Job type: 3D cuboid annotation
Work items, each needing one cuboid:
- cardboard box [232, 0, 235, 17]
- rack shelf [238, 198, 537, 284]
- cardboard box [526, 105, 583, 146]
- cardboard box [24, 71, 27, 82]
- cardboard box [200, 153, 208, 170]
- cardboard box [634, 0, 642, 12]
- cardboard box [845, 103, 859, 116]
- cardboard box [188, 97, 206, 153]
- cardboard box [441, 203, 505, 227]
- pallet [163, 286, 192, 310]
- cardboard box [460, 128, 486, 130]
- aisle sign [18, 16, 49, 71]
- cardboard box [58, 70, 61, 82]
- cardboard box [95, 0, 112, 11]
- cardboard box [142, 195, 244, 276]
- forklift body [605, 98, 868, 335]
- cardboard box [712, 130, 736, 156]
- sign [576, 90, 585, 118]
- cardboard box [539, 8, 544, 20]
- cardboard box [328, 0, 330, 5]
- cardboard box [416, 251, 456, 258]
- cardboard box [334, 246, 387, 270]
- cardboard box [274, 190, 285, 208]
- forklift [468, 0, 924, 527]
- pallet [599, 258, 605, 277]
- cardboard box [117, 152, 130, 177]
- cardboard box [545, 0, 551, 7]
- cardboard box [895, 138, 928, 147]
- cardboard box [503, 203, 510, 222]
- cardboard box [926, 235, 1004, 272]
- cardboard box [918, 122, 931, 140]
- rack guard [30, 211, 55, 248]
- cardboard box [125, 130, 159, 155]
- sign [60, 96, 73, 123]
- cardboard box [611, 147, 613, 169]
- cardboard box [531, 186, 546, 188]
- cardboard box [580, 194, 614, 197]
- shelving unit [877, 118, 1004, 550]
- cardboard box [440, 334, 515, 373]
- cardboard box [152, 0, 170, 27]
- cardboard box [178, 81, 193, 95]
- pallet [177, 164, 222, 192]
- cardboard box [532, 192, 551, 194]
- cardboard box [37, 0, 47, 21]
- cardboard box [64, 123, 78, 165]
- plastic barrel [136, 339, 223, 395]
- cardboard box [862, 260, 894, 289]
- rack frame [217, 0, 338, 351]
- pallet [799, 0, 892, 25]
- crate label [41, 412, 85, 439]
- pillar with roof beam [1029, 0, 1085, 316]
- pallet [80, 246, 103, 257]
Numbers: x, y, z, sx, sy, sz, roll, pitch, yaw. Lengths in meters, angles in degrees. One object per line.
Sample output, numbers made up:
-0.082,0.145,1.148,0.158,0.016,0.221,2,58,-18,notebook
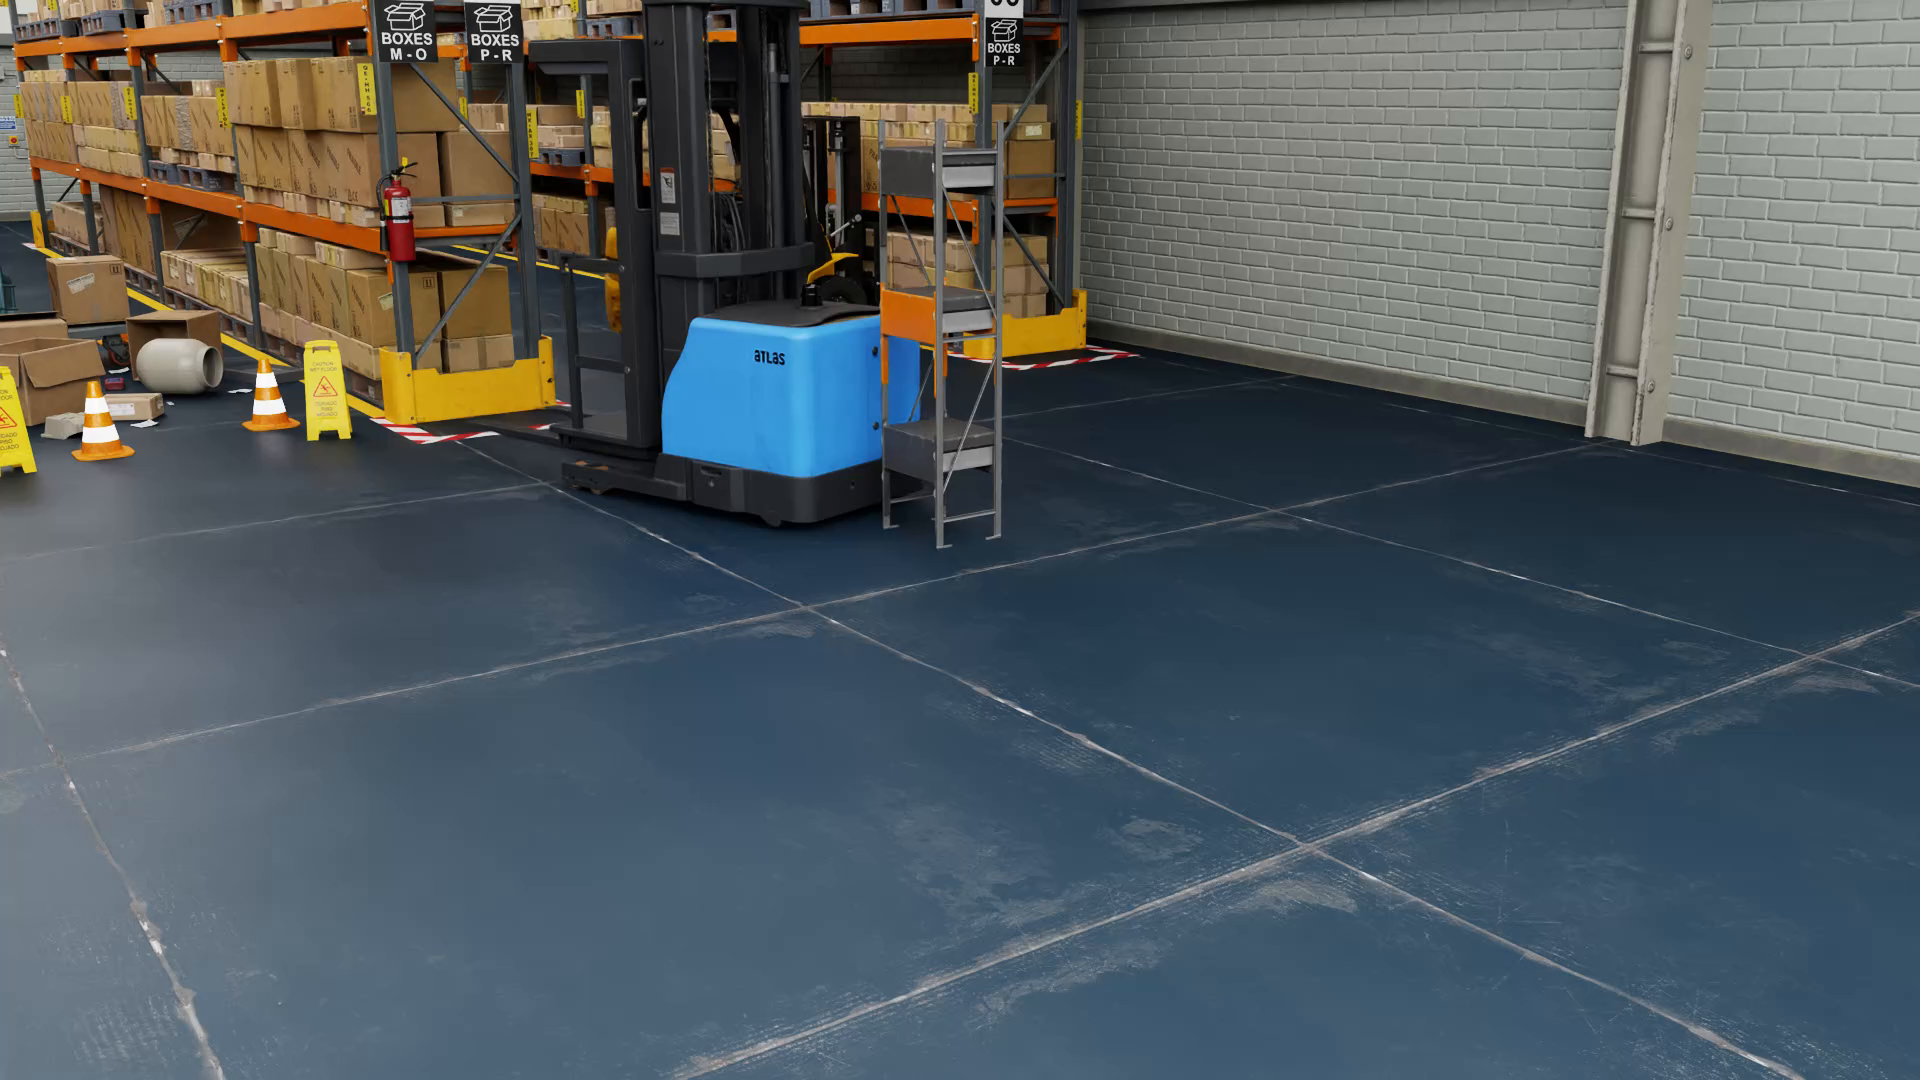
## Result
-5.817,-4.419,13.834,0.380,0.149,0.250,-11,19,-35,cardboard box
-4.626,-2.425,13.118,1.077,0.370,4.000,-11,19,-35,rack shelf
-5.250,-5.397,21.622,0.797,0.503,0.637,-11,19,-36,cardboard box
-12.872,-6.486,23.281,0.380,0.149,0.250,-10,18,-33,cardboard box
-6.801,-3.510,15.399,0.380,0.149,0.250,-11,19,-34,cardboard box
-3.313,-6.161,18.547,0.500,0.500,0.500,-10,18,-33,cardboard box
-0.859,-4.048,15.702,0.380,0.149,0.250,-11,19,-34,cardboard box
-6.850,-3.873,15.498,0.500,0.500,0.500,-10,18,-33,cardboard box
-3.482,-2.329,11.878,0.380,0.149,0.250,-11,19,-34,cardboard box
-7.695,-2.541,17.462,1.003,0.211,1.213,-11,19,-35,pallet
-3.811,-2.791,12.339,0.500,0.500,0.500,-10,18,-33,cardboard box
-13.134,-6.986,23.494,0.394,0.787,0.004,-11,19,-35,aisle sign
-11.313,-5.947,21.309,0.380,0.149,0.250,-11,19,-35,cardboard box
-8.889,-5.933,17.904,0.700,0.500,0.500,-12,19,-37,cardboard box
-8.492,-3.392,18.515,0.875,0.875,0.875,-11,19,-35,cardboard box
-2.027,-2.829,14.838,2.313,2.155,1.214,-11,19,-35,forklift body
-2.284,-4.205,17.593,0.500,0.250,0.500,-11,19,-36,cardboard box
-4.574,-5.259,20.065,0.100,0.325,0.005,-11,19,-35,sign
-5.102,-6.656,21.058,0.380,0.149,0.250,-11,19,-34,cardboard box
-4.282,-3.878,11.857,0.380,0.149,0.250,-11,19,-34,cardboard box
-4.314,-2.023,13.277,0.500,0.500,0.500,-10,18,-33,cardboard box
-4.402,-2.095,12.311,0.380,0.149,0.250,-10,18,-33,cardboard box
-5.387,-2.805,13.619,0.380,0.149,0.250,-10,18,-33,cardboard box
-1.687,-1.772,9.497,3.031,2.935,1.130,11,19,36,forklift
-3.688,-3.298,20.226,1.003,0.211,1.213,-11,19,-35,pallet
-8.974,-4.156,18.361,0.500,0.250,0.500,-10,18,-34,cardboard box
-4.964,-6.745,20.821,0.380,0.149,0.250,-11,19,-35,cardboard box
-0.236,-3.341,14.913,0.500,0.500,0.500,-10,18,-33,cardboard box
-6.069,-4.425,23.003,0.500,0.500,0.500,-11,19,-35,cardboard box
0.040,-2.525,14.639,0.500,0.250,0.500,-10,18,-33,cardboard box
-0.145,-3.623,14.713,0.380,0.149,0.250,-10,18,-34,cardboard box
-12.871,-4.561,24.294,1.175,0.500,0.348,-11,19,-35,rack guard
-8.644,-4.286,17.892,0.500,0.250,0.500,-11,19,-35,cardboard box
-10.953,-5.277,20.384,0.100,0.325,0.005,-11,19,-35,sign
-3.786,-4.512,19.662,0.500,0.250,0.500,-11,19,-36,cardboard box
-6.043,-4.955,23.708,0.380,0.149,0.250,-12,19,-37,cardboard box
-4.818,-4.517,22.107,0.380,0.149,0.250,-11,19,-36,cardboard box
-0.097,-1.048,8.428,0.431,2.100,0.503,-11,19,-35,shelving unit
-3.700,-1.437,12.556,0.500,0.250,0.500,-11,19,-35,cardboard box
-7.604,-5.345,16.550,0.700,0.500,0.500,-11,19,-35,cardboard box
-8.246,-4.727,18.083,0.500,0.500,0.500,-12,19,-36,cardboard box
-6.956,-3.545,16.208,1.003,0.211,1.213,-11,19,-35,pallet
-5.678,-4.602,22.418,0.380,0.149,0.250,-10,18,-33,cardboard box
-11.793,-7.054,21.810,0.500,0.500,0.500,-10,18,-34,cardboard box
-10.985,-5.015,21.029,0.500,0.500,0.500,-11,19,-34,cardboard box
-5.889,-1.309,12.556,0.512,0.421,0.421,1,15,4,plastic barrel
-0.583,-2.505,15.513,0.500,0.250,0.500,-11,19,-36,cardboard box
-5.802,-3.199,14.583,1.000,3.000,0.127,-11,19,-35,rack frame
-1.266,-5.197,16.366,1.003,0.211,1.213,-11,19,-35,pallet
-5.956,-0.769,11.128,0.298,0.136,0.250,7,17,23,crate label
-2.599,-5.630,12.102,9.100,9.000,0.400,-11,19,-35,pillar with roof beam
-10.889,-3.737,21.831,1.003,0.211,1.213,-11,19,-35,pallet
